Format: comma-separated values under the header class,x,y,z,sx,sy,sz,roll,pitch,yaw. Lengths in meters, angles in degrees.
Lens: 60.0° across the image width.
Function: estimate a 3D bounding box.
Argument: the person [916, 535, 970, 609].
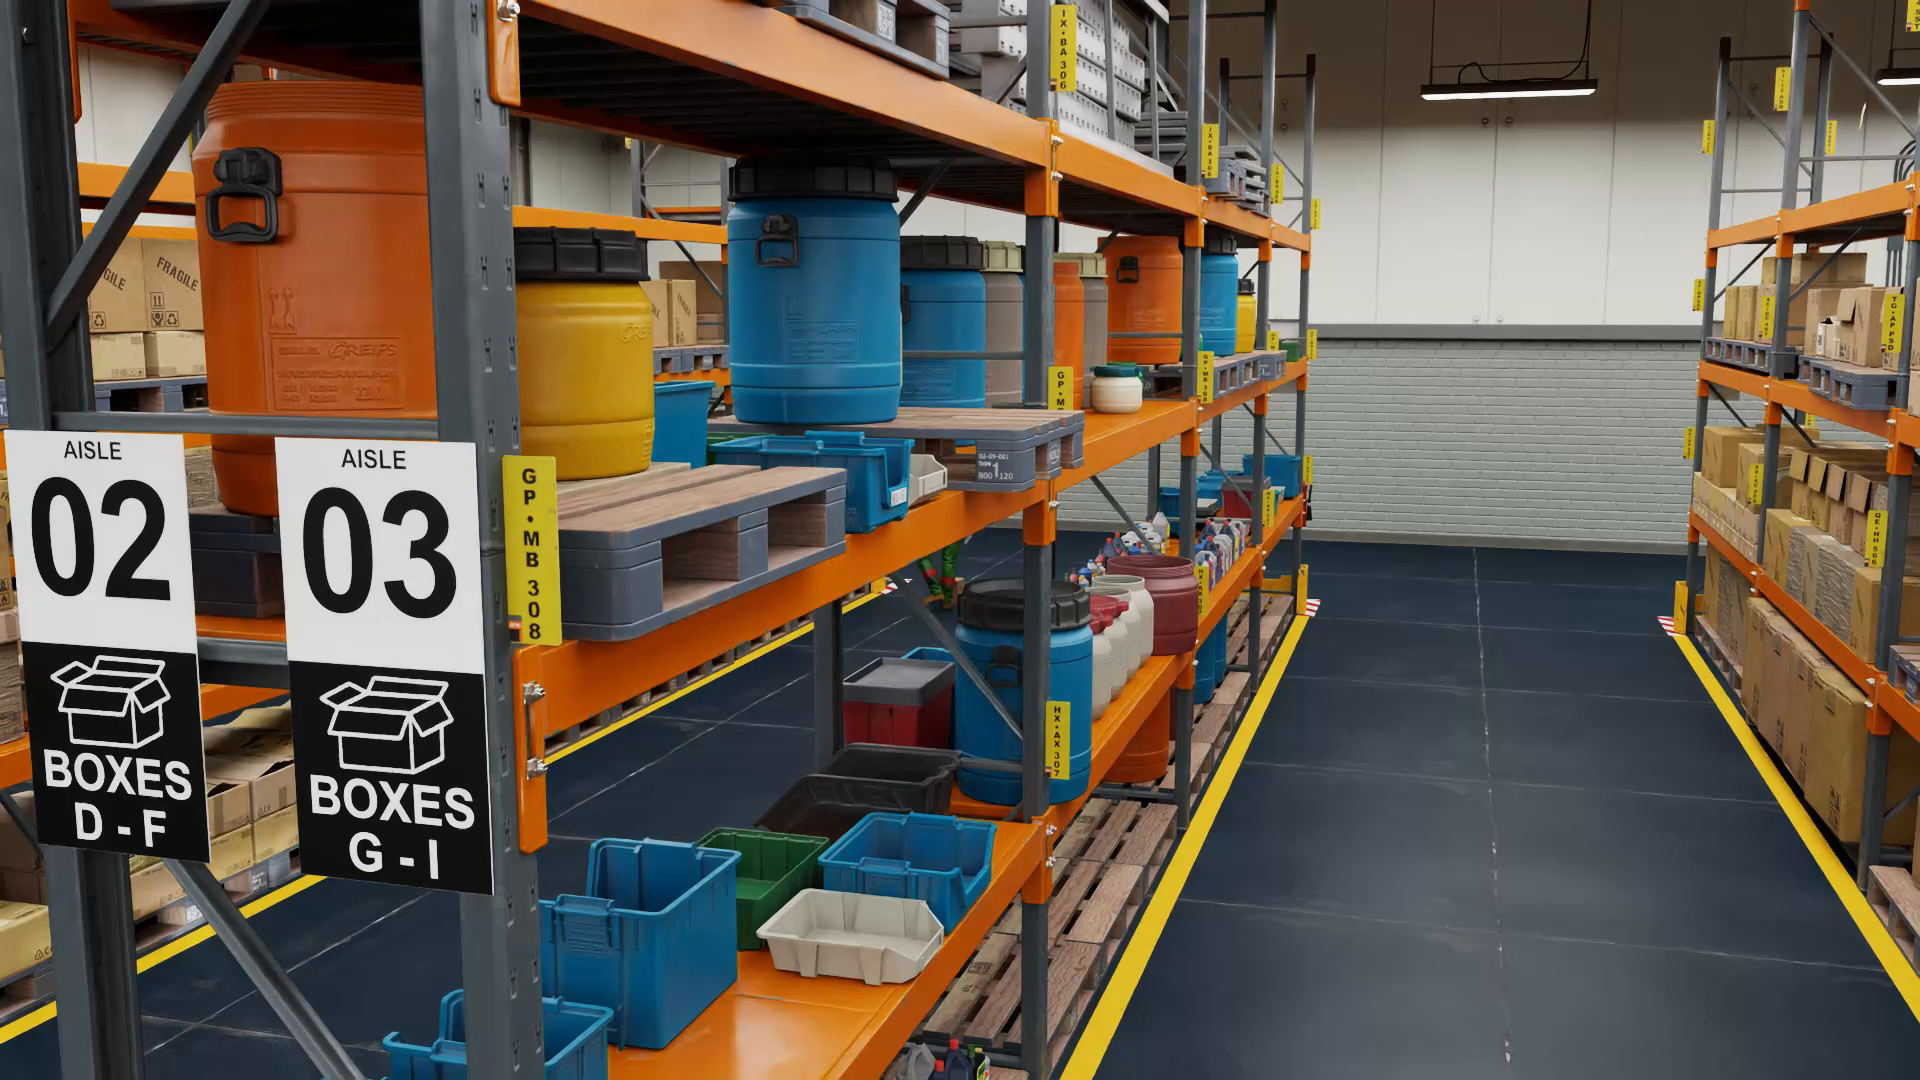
class,x,y,z,sx,sy,sz,roll,pitch,yaw
person,-0.206,-0.130,18.527,0.638,1.791,0.369,-1,8,-8
